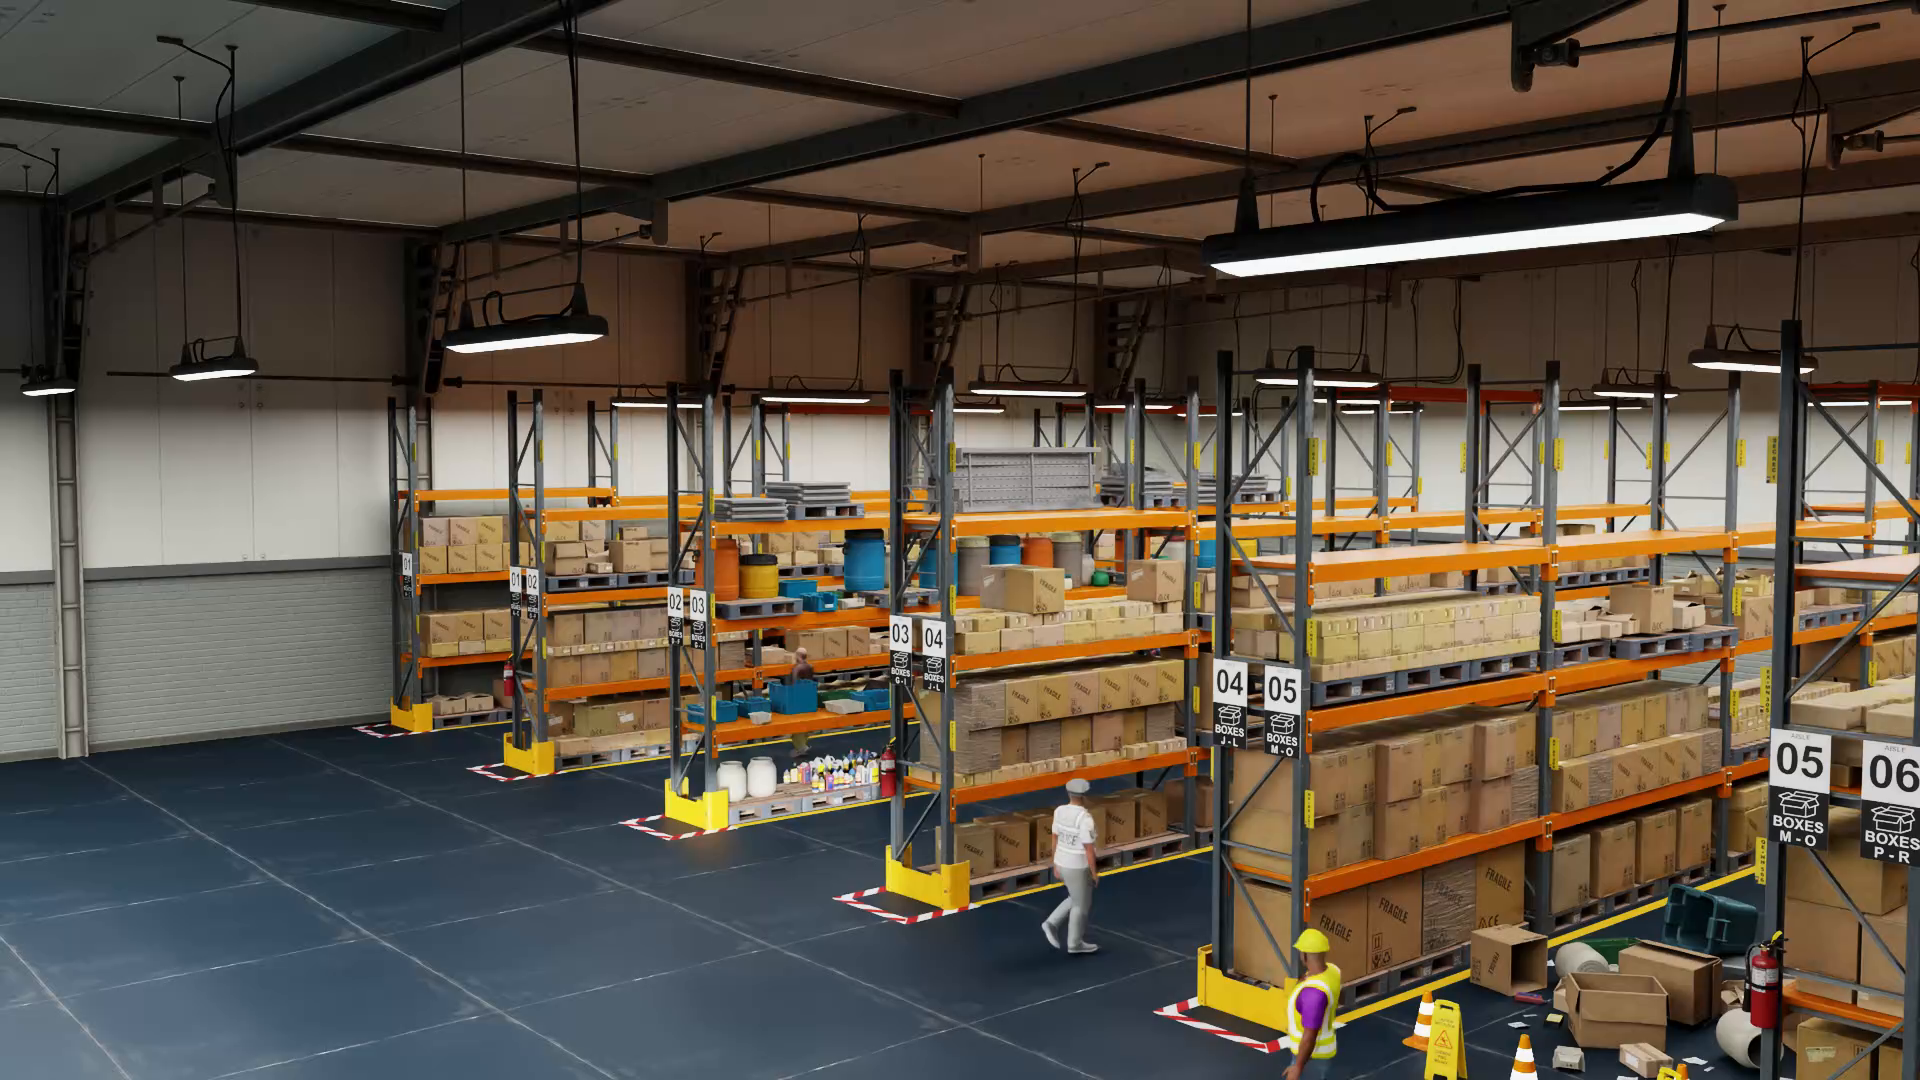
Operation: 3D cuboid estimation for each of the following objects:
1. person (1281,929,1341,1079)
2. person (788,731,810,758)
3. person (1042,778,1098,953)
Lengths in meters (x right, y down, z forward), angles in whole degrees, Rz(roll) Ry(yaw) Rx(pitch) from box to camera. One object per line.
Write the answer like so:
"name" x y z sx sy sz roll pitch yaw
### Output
"person" 2.463 3.245 11.643 0.391 1.081 0.664 1 3 13
"person" -2.647 3.031 27.464 0.441 1.103 0.411 2 4 27
"person" 1.141 3.285 16.747 0.536 1.762 0.516 -1 3 -15
